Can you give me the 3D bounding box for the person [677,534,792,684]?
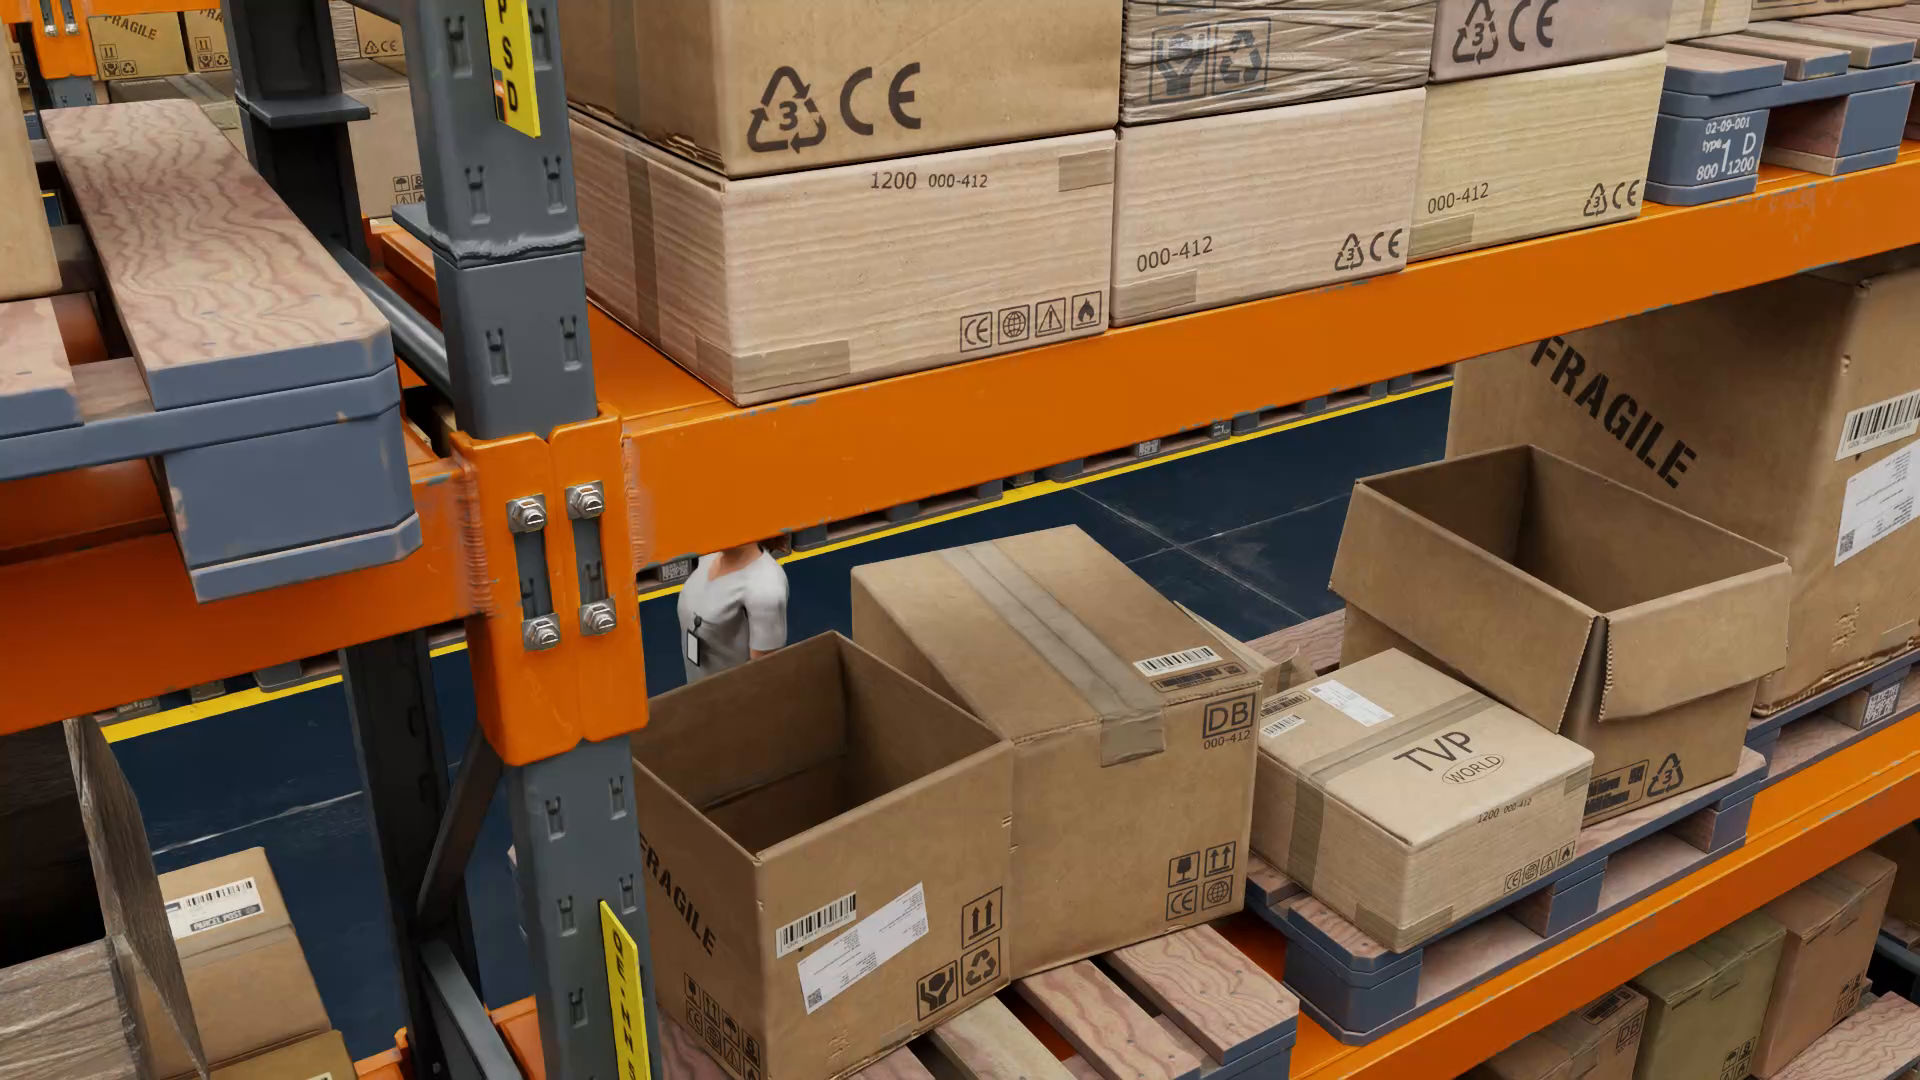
[{"bbox_3d":[-0.644,0.545,4.962,0.363,1.671,0.437,-15,29,-28],"label":"person"}]
